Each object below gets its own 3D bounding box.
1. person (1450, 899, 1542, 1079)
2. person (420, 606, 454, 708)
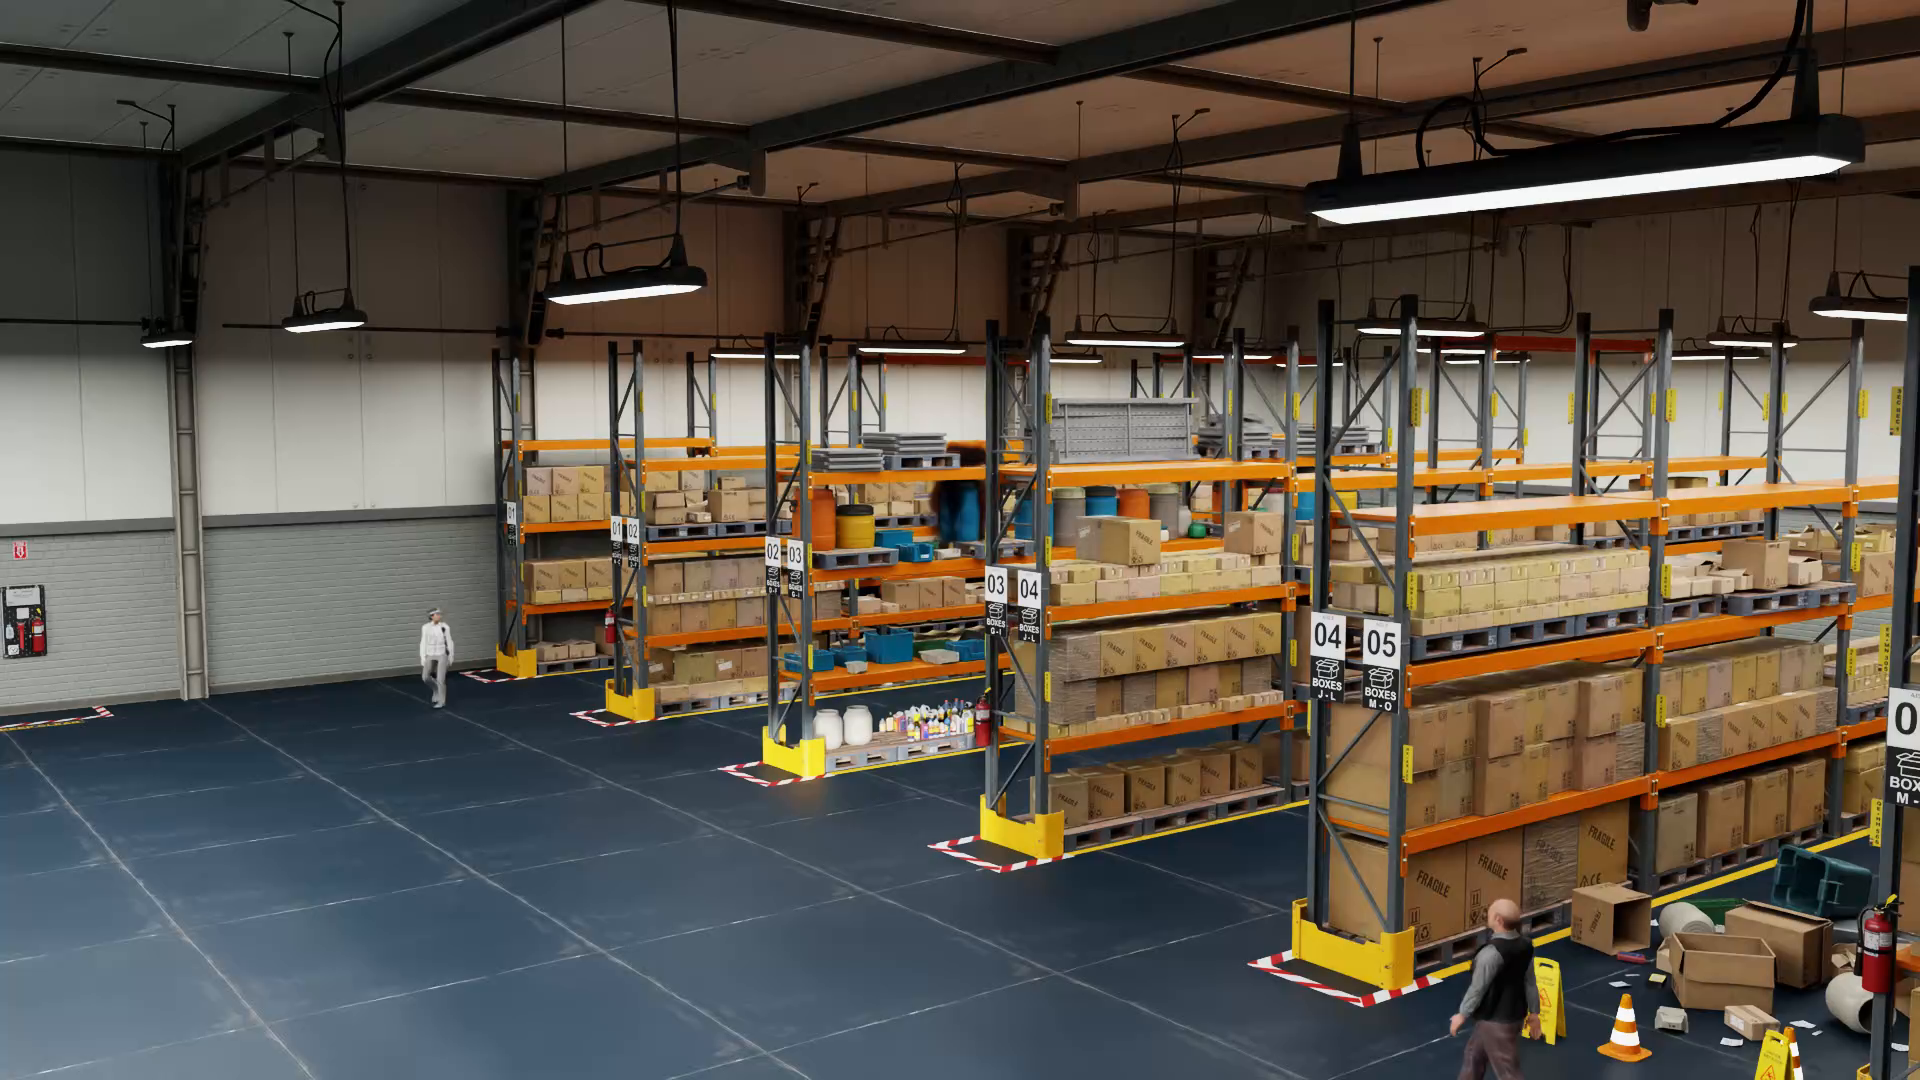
[{"bbox_3d":[3.700,3.314,11.541,1.027,1.680,0.537,4,6,39],"label":"person"},{"bbox_3d":[-8.599,1.911,27.371,0.519,1.682,0.464,1,5,6],"label":"person"}]
